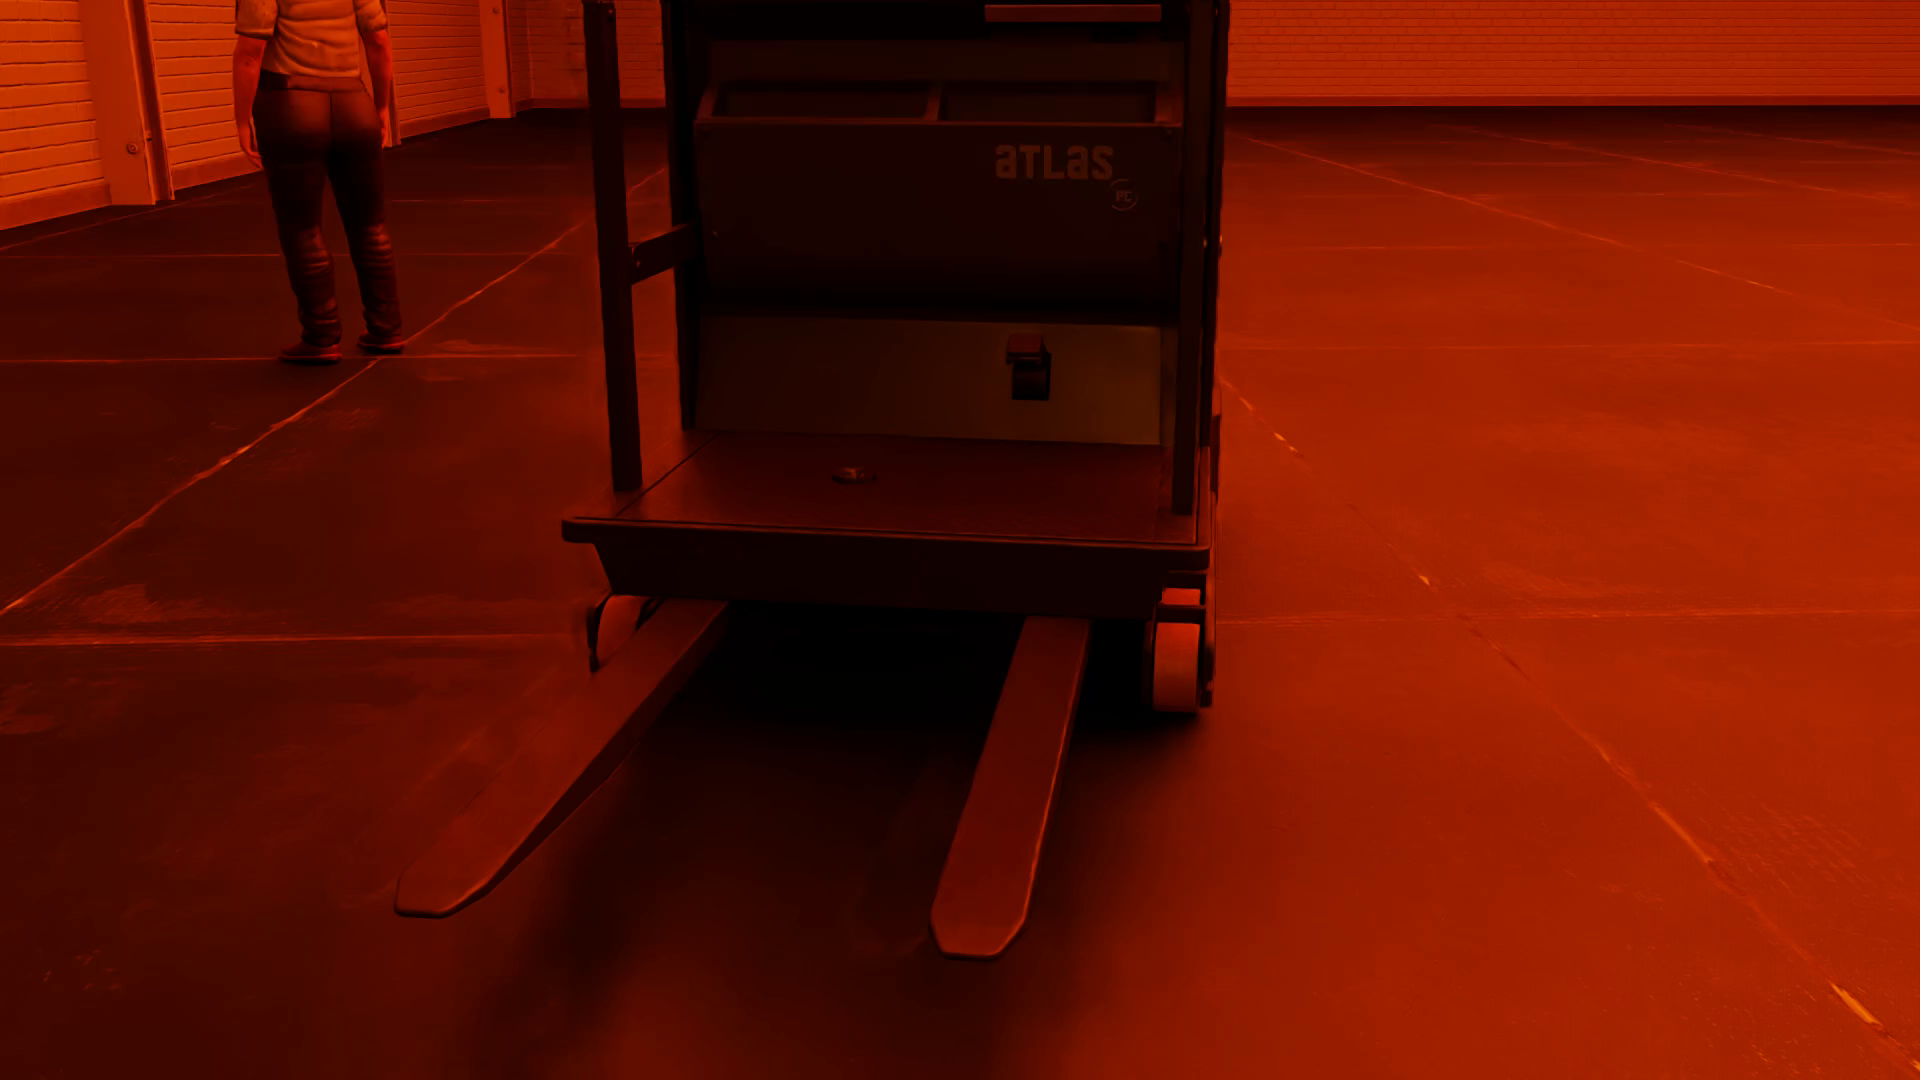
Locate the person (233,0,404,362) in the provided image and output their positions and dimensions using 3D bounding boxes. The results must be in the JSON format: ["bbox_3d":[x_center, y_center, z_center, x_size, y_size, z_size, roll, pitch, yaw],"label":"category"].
[{"bbox_3d":[-2.287,-1.454,5.856,0.573,1.661,0.475,-15,23,-41],"label":"person"}]

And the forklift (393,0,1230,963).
[{"bbox_3d":[-0.070,-1.205,2.847,1.130,2.935,3.031,2,17,8],"label":"forklift"}]
